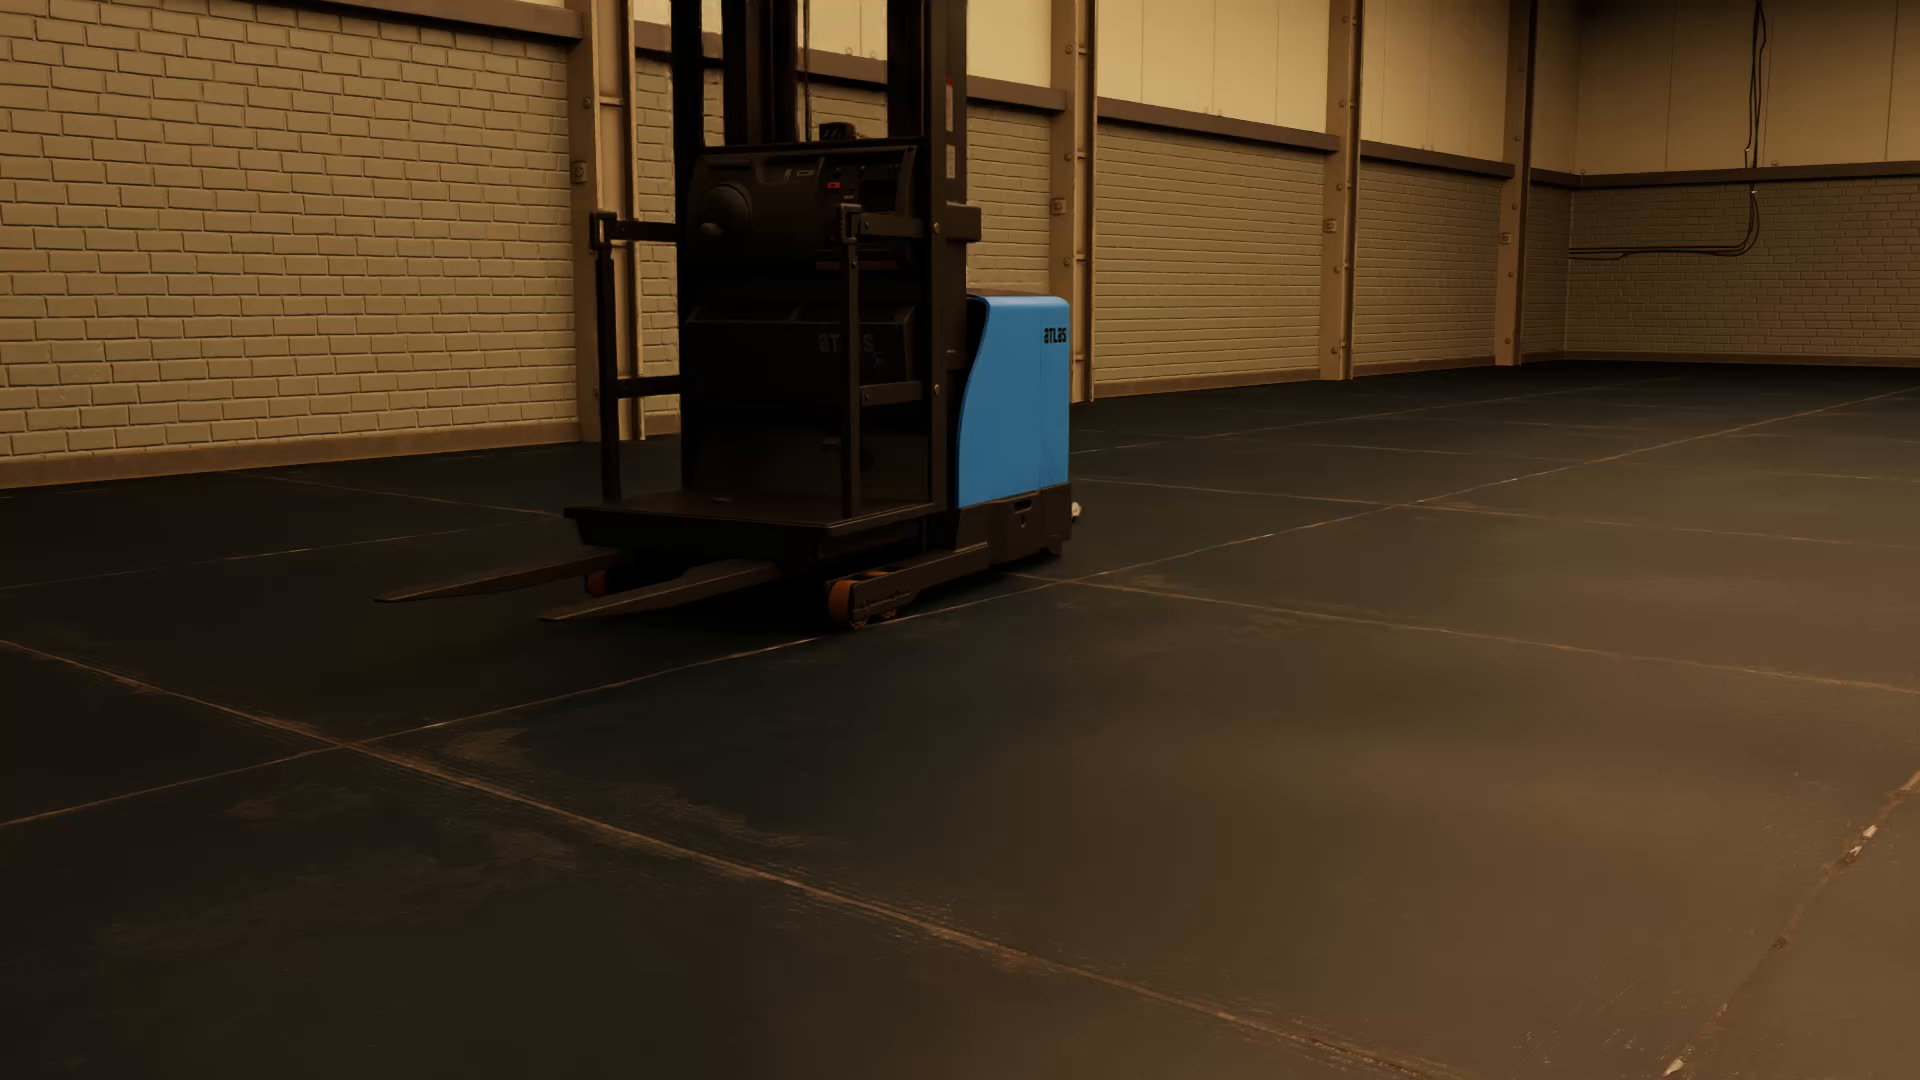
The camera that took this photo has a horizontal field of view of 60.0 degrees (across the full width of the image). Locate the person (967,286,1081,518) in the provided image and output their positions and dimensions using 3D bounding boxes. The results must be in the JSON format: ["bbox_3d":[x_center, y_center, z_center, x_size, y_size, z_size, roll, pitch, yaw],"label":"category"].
[{"bbox_3d":[-0.126,-0.892,8.128,0.956,1.558,1.236,-7,11,-39],"label":"person"}]

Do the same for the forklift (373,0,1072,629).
[{"bbox_3d":[-0.668,-1.233,5.710,1.130,2.935,3.031,4,9,27],"label":"forklift"}]
